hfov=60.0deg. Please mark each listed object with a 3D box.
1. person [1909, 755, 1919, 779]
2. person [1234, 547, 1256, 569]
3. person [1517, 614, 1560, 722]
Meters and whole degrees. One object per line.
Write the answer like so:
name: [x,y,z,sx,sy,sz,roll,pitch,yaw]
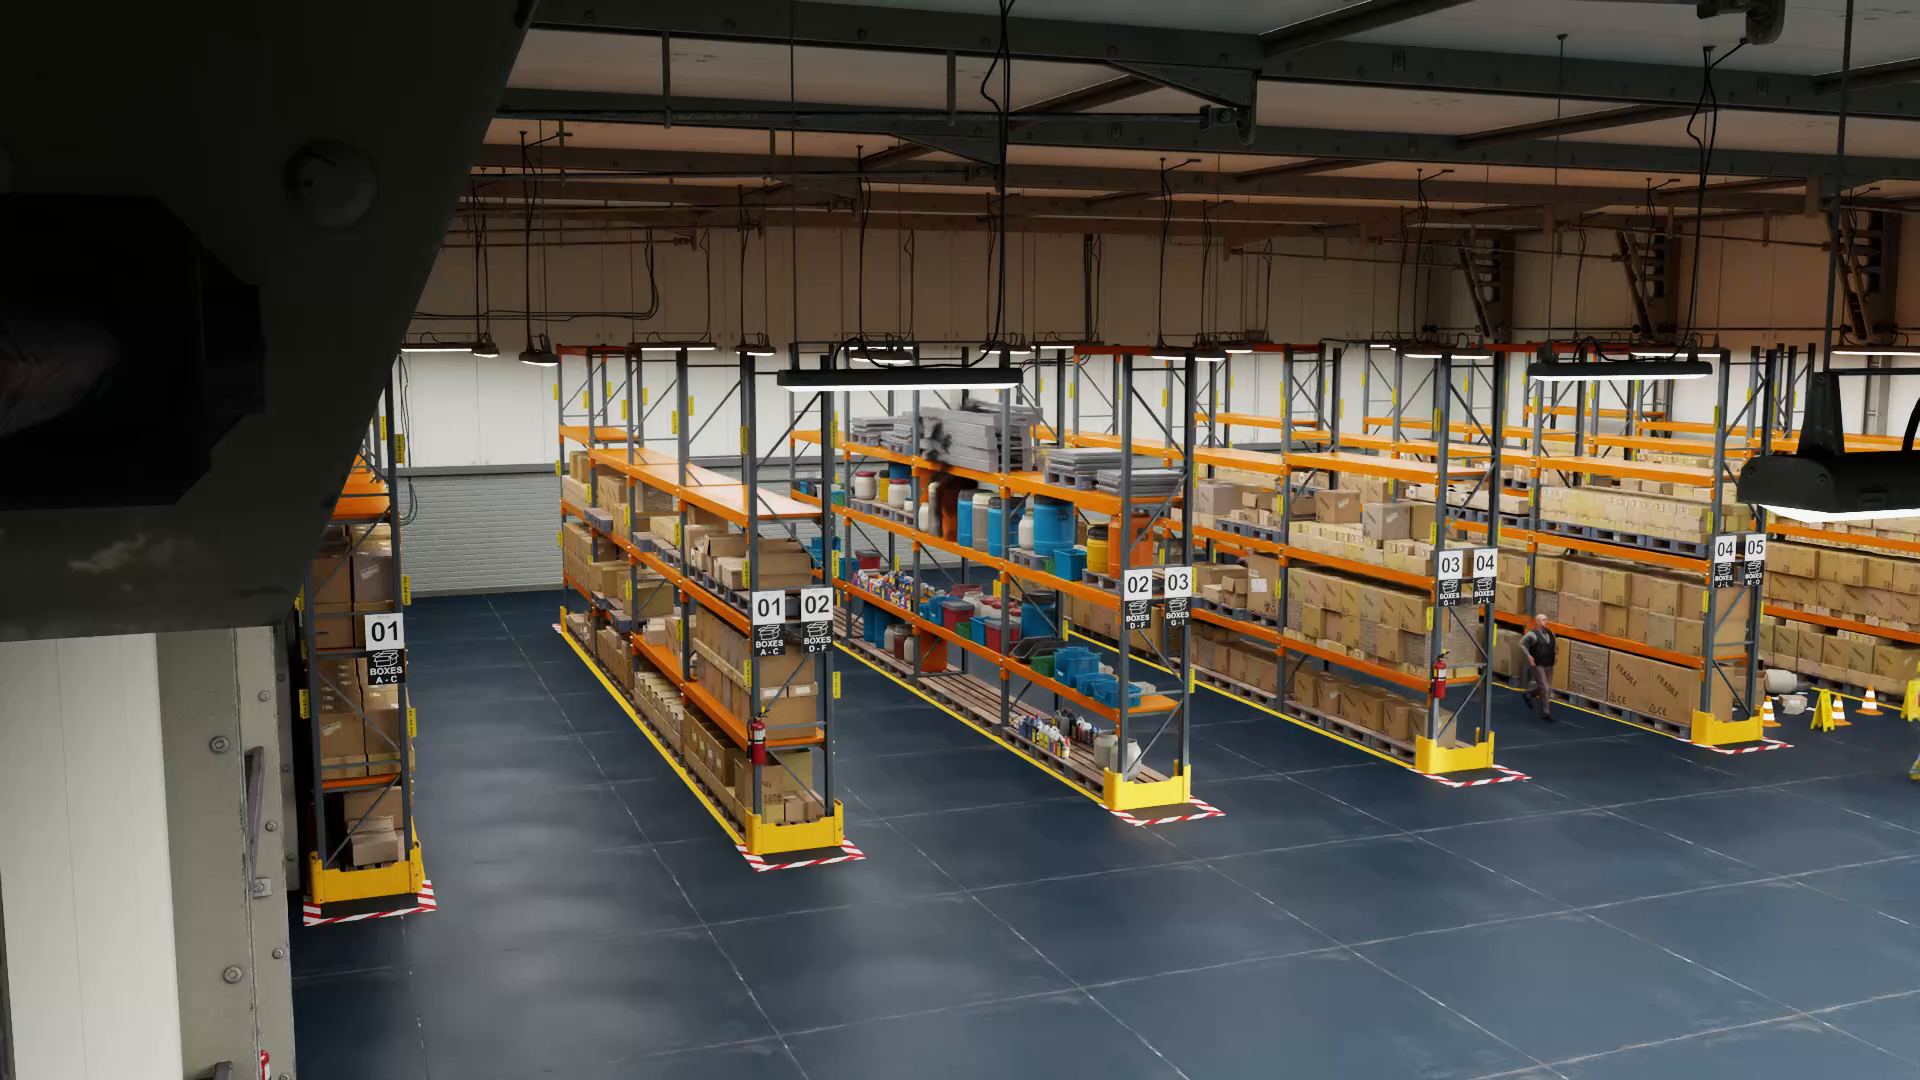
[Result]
person: [13.642,2.531,23.146,0.655,1.744,0.674,3,8,24]
person: [6.148,0.970,35.162,0.727,1.760,1.036,-3,8,-19]
person: [9.446,2.053,27.038,0.667,1.699,0.884,-3,8,-24]
